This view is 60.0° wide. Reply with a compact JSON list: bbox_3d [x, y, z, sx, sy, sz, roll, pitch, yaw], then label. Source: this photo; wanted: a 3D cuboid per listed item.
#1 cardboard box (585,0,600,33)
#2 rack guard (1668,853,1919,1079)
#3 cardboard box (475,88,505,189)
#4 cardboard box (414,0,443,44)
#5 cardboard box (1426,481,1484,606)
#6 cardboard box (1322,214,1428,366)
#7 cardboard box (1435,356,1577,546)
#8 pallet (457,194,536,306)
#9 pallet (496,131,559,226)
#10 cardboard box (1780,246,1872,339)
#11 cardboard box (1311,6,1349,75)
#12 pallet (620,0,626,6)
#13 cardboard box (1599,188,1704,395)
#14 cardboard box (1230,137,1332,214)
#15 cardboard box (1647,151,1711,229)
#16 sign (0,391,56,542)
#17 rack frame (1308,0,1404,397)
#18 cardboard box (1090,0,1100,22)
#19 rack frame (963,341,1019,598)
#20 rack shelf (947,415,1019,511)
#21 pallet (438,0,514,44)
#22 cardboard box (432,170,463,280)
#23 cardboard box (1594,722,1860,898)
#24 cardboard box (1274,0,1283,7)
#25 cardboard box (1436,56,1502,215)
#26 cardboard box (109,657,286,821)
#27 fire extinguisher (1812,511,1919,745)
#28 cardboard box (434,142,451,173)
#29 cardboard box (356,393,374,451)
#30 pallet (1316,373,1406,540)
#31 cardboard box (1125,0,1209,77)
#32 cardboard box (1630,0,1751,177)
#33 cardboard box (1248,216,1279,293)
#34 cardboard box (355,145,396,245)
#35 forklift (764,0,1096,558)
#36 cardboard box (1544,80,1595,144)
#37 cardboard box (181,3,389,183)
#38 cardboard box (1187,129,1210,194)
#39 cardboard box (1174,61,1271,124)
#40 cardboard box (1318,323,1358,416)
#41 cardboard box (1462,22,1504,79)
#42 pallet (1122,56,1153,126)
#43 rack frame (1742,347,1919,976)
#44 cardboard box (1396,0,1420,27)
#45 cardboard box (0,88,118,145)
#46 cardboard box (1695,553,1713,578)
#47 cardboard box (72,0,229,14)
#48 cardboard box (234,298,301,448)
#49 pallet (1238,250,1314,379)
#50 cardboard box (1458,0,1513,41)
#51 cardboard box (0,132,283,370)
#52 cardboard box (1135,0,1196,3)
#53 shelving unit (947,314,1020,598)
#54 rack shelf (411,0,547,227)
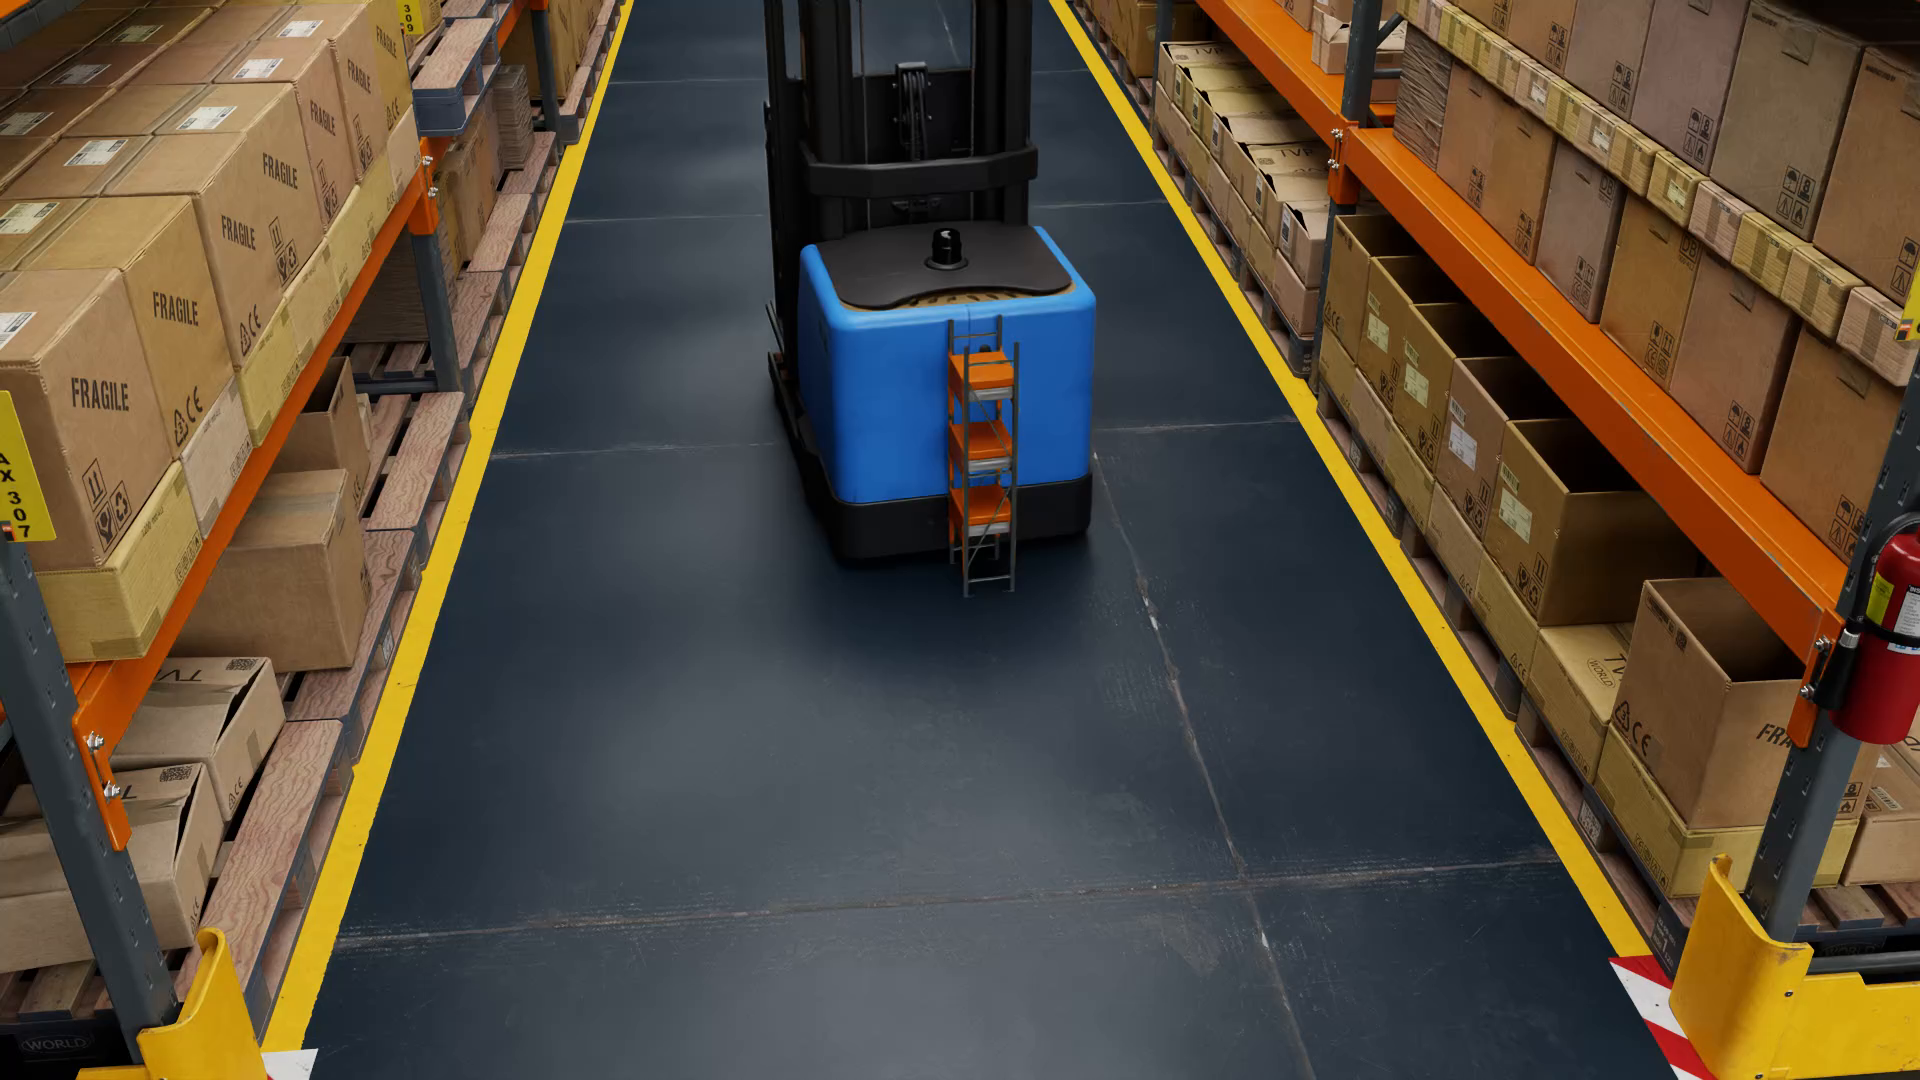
[{"bbox_3d":[-3.228,-4.345,12.787,0.750,0.750,0.750,-2,31,-3],"label":"cardboard box"},{"bbox_3d":[2.551,1.105,4.412,1.175,0.500,0.348,-3,31,-5],"label":"rack guard"},{"bbox_3d":[-3.079,-2.307,9.696,0.700,0.500,0.500,-3,31,-5],"label":"cardboard box"},{"bbox_3d":[-2.815,-2.562,7.587,0.700,0.500,0.500,0,31,1],"label":"cardboard box"},{"bbox_3d":[2.052,-0.005,6.104,0.500,0.250,0.500,-3,31,-5],"label":"cardboard box"},{"bbox_3d":[1.907,-1.092,7.194,0.500,0.500,0.500,-3,31,-5],"label":"cardboard box"},{"bbox_3d":[2.049,-0.326,5.912,0.500,0.500,0.500,-3,31,-5],"label":"cardboard box"},{"bbox_3d":[-2.948,-1.607,9.235,1.003,0.211,1.213,-3,31,-5],"label":"pallet"},{"bbox_3d":[-3.059,-2.229,10.276,1.003,0.211,1.213,-3,31,-5],"label":"pallet"},{"bbox_3d":[2.298,-0.621,4.134,0.380,0.149,0.250,-2,31,-3],"label":"cardboard box"},{"bbox_3d":[1.910,-2.405,7.982,0.396,0.266,0.258,-3,31,-6],"label":"cardboard box"},{"bbox_3d":[-3.497,-5.062,15.019,1.003,0.211,1.213,-3,31,-5],"label":"pallet"},{"bbox_3d":[2.423,-0.783,5.039,0.700,0.500,0.500,-3,31,-4],"label":"cardboard box"},{"bbox_3d":[1.753,-1.976,8.858,0.500,0.311,0.500,-3,31,-5],"label":"cardboard box"},{"bbox_3d":[2.227,-1.014,4.792,0.380,0.149,0.250,-2,31,-3],"label":"cardboard box"},{"bbox_3d":[-1.843,-0.138,3.212,0.100,0.325,0.005,-3,31,-5],"label":"sign"},{"bbox_3d":[2.175,-2.022,7.210,1.000,3.000,0.127,-3,31,-5],"label":"rack frame"},{"bbox_3d":[1.330,-4.436,13.261,0.500,0.500,0.500,-2,31,-4],"label":"cardboard box"},{"bbox_3d":[0.112,-0.240,6.128,0.200,1.050,0.008,-7,32,-11],"label":"rack frame"},{"bbox_3d":[0.084,-0.292,6.235,0.215,0.259,0.240,-7,32,-11],"label":"rack shelf"},{"bbox_3d":[-2.905,-2.734,8.589,1.003,0.211,1.213,-3,31,-5],"label":"pallet"},{"bbox_3d":[-2.940,-1.535,8.403,0.700,0.500,0.500,-3,31,-6],"label":"cardboard box"},{"bbox_3d":[2.205,0.761,4.823,0.500,0.250,0.500,-3,31,-5],"label":"cardboard box"},{"bbox_3d":[1.974,-3.251,9.171,0.500,0.500,0.500,-4,31,-7],"label":"cardboard box"},{"bbox_3d":[2.279,-1.570,6.356,0.700,0.500,0.500,-3,31,-5],"label":"cardboard box"},{"bbox_3d":[-2.411,0.576,5.053,0.500,0.311,0.500,0,31,0],"label":"cardboard box"},{"bbox_3d":[2.097,0.136,3.673,0.296,0.674,0.183,-3,31,-5],"label":"fire extinguisher"},{"bbox_3d":[-2.939,-2.086,8.594,0.500,0.250,0.500,-4,31,-6],"label":"cardboard box"},{"bbox_3d":[-2.677,-0.484,6.969,0.380,0.166,0.250,-7,32,-11],"label":"cardboard box"},{"bbox_3d":[2.208,-0.417,7.242,1.003,0.211,1.213,-3,31,-5],"label":"pallet"},{"bbox_3d":[1.480,-3.646,11.938,0.500,0.500,0.500,-2,31,-3],"label":"cardboard box"},{"bbox_3d":[2.411,-1.371,4.758,0.700,0.500,0.500,-3,31,-4],"label":"cardboard box"},{"bbox_3d":[1.802,-1.478,8.571,0.500,0.250,0.500,-3,31,-5],"label":"cardboard box"},{"bbox_3d":[-2.372,-1.245,6.036,0.500,0.250,0.500,-3,31,-4],"label":"cardboard box"},{"bbox_3d":[-0.301,-1.930,7.123,1.130,2.935,3.031,-7,32,-11],"label":"forklift"},{"bbox_3d":[2.156,-1.406,5.449,0.380,0.149,0.250,-3,31,-5],"label":"cardboard box"},{"bbox_3d":[-2.352,-1.568,5.845,0.500,0.500,0.500,-3,31,-5],"label":"cardboard box"},{"bbox_3d":[1.660,-2.261,9.882,0.500,0.250,0.500,-4,31,-6],"label":"cardboard box"},{"bbox_3d":[1.615,-2.756,10.163,0.500,0.311,0.500,-3,31,-6],"label":"cardboard box"},{"bbox_3d":[1.917,-0.771,7.387,0.500,0.250,0.500,-3,31,-5],"label":"cardboard box"},{"bbox_3d":[2.083,-1.803,6.114,0.380,0.149,0.250,-3,31,-5],"label":"cardboard box"},{"bbox_3d":[1.769,-3.250,11.986,1.003,0.211,1.213,-3,31,-5],"label":"pallet"},{"bbox_3d":[2.549,0.020,3.791,1.000,3.000,0.127,-3,31,-5],"label":"rack frame"},{"bbox_3d":[2.007,-2.197,6.773,0.380,0.149,0.250,-3,31,-5],"label":"cardboard box"},{"bbox_3d":[-2.775,-1.016,4.921,0.500,0.500,0.500,-2,31,-4],"label":"cardboard box"},{"bbox_3d":[2.612,-0.096,5.526,0.500,0.500,0.500,-3,31,-5],"label":"cardboard box"},{"bbox_3d":[-2.921,-1.799,6.232,0.500,0.500,0.500,-3,31,-6],"label":"cardboard box"},{"bbox_3d":[-2.217,-0.474,4.745,0.500,0.250,0.500,-3,31,-5],"label":"cardboard box"},{"bbox_3d":[2.067,-1.199,8.552,1.003,0.211,1.213,-3,31,-5],"label":"pallet"},{"bbox_3d":[2.271,-2.138,6.041,0.700,0.500,0.500,-3,31,-5],"label":"cardboard box"},{"bbox_3d":[-2.206,-0.782,4.529,0.500,0.500,0.500,-4,31,-6],"label":"cardboard box"},{"bbox_3d":[1.471,-3.997,11.794,0.500,0.250,0.500,-2,31,-3],"label":"cardboard box"},{"bbox_3d":[0.084,-0.301,6.230,0.215,1.050,0.252,-7,32,-11],"label":"shelving unit"},{"bbox_3d":[-2.943,-2.495,8.704,1.077,0.370,4.000,-3,31,-5],"label":"rack shelf"}]
